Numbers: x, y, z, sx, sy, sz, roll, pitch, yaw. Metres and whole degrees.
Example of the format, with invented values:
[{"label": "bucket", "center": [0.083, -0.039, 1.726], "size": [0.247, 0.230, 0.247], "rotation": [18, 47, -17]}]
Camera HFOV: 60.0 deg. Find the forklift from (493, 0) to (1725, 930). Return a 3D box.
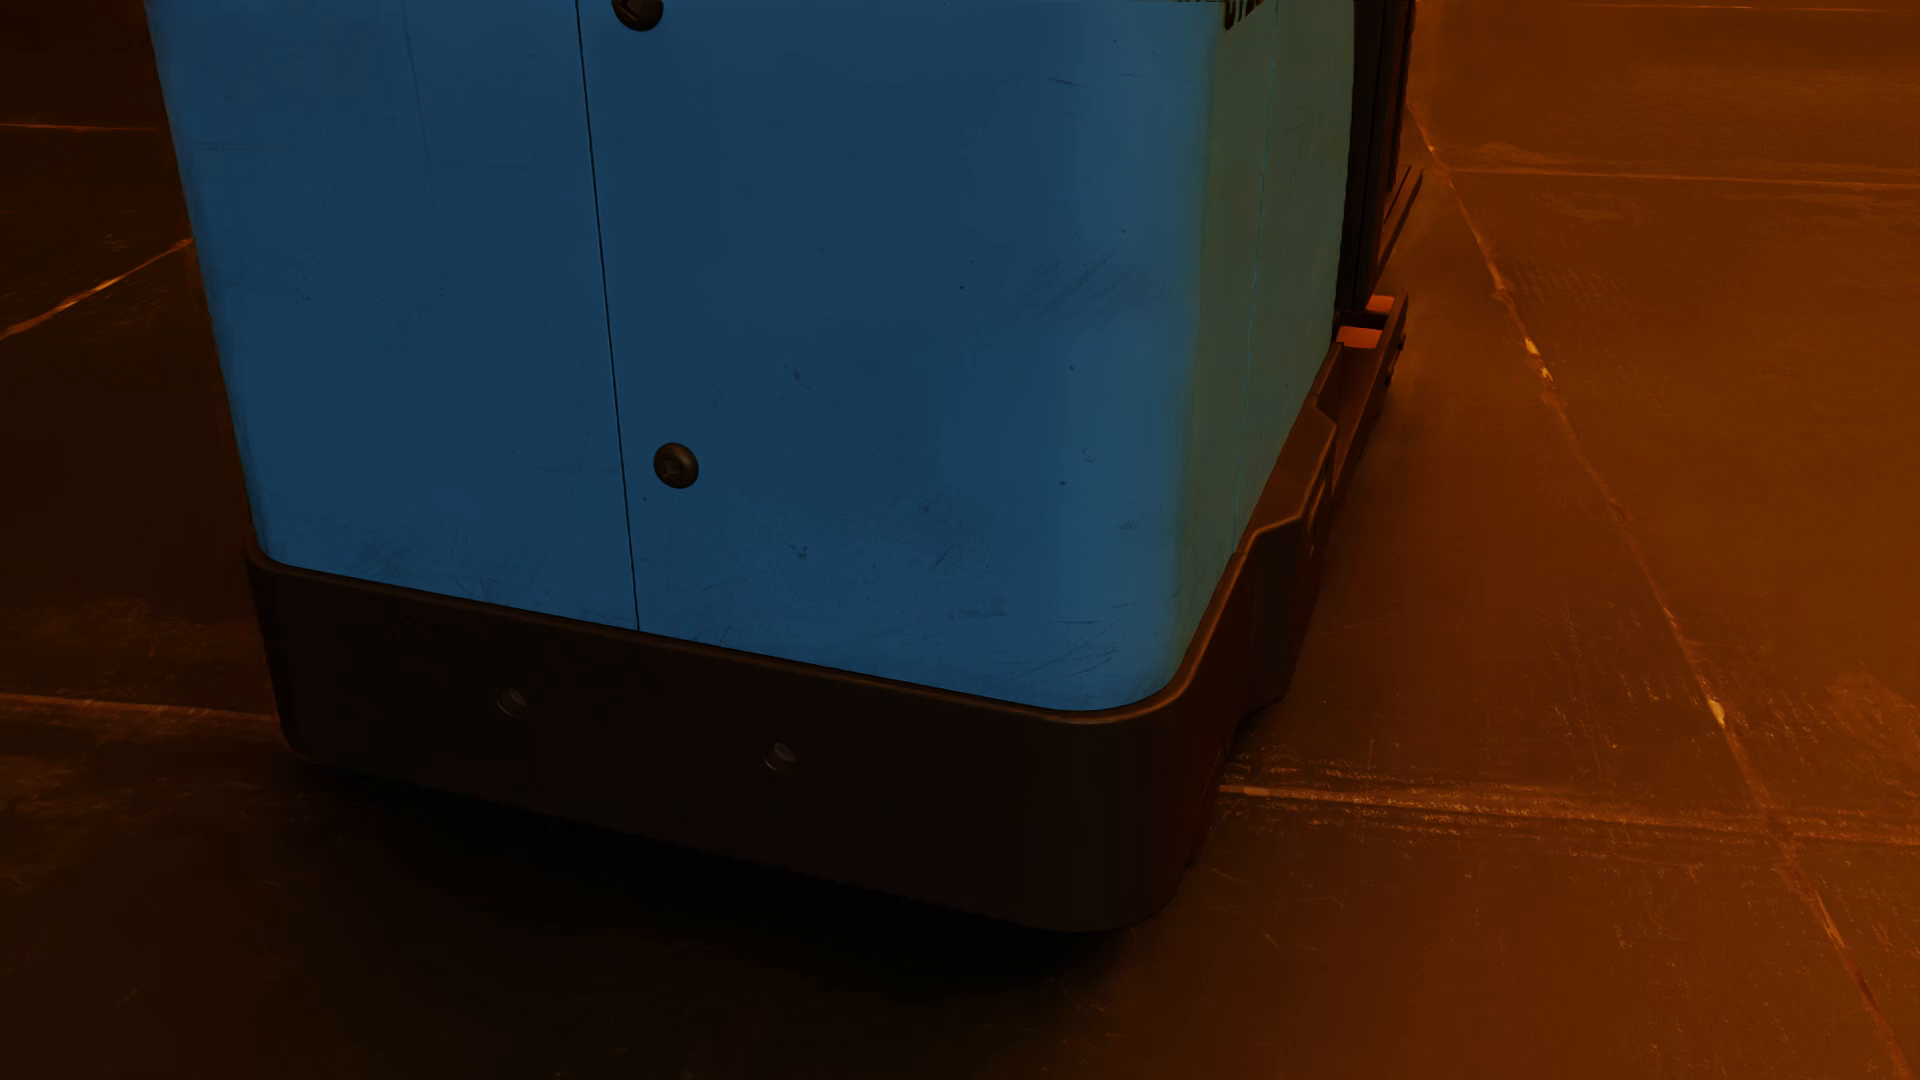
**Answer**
[{"label": "forklift", "center": [-0.212, -1.576, 2.377], "size": [1.130, 2.935, 3.031], "rotation": [-8, 28, -16]}]
